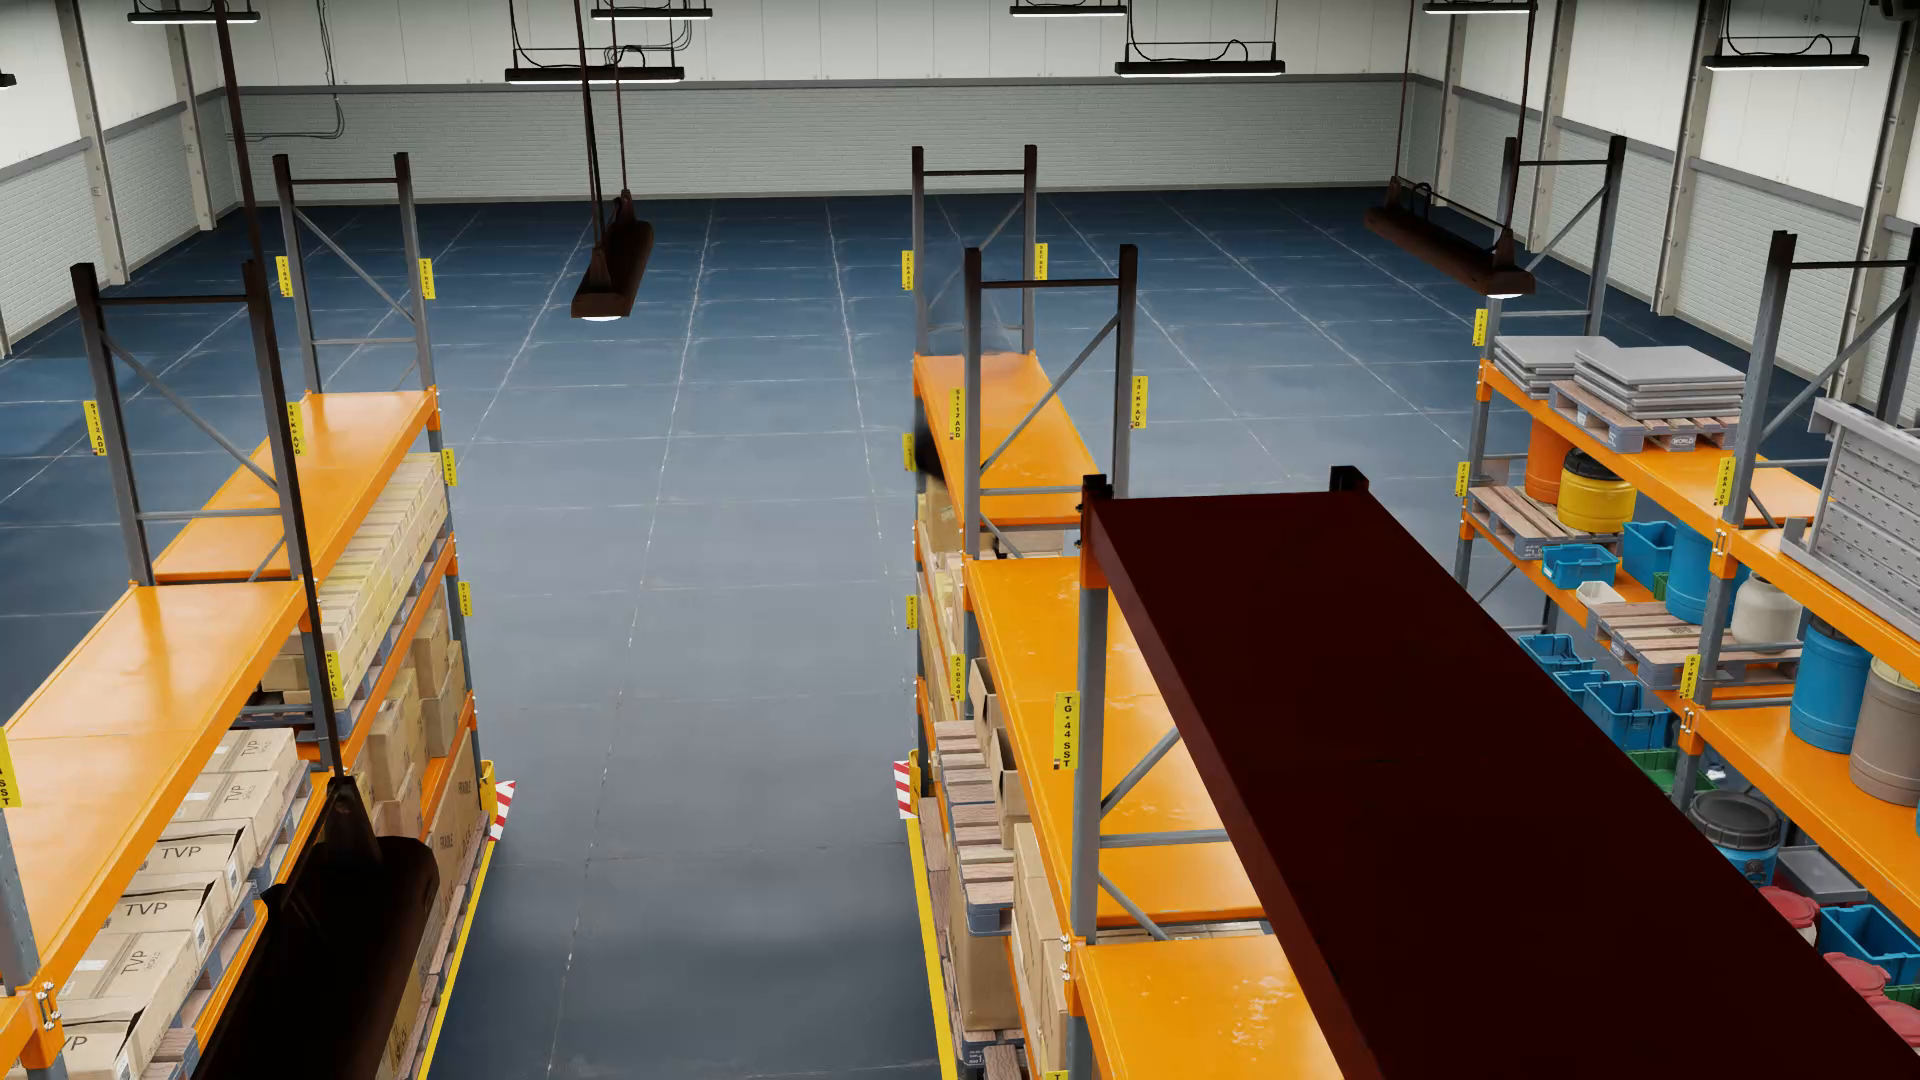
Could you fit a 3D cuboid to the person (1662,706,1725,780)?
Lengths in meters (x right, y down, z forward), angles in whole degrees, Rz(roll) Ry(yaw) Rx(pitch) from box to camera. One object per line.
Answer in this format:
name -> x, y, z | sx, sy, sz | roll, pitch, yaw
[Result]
person -> 6.900, 1.553, 15.595 | 0.571, 1.649, 0.810 | -16, 27, -35
